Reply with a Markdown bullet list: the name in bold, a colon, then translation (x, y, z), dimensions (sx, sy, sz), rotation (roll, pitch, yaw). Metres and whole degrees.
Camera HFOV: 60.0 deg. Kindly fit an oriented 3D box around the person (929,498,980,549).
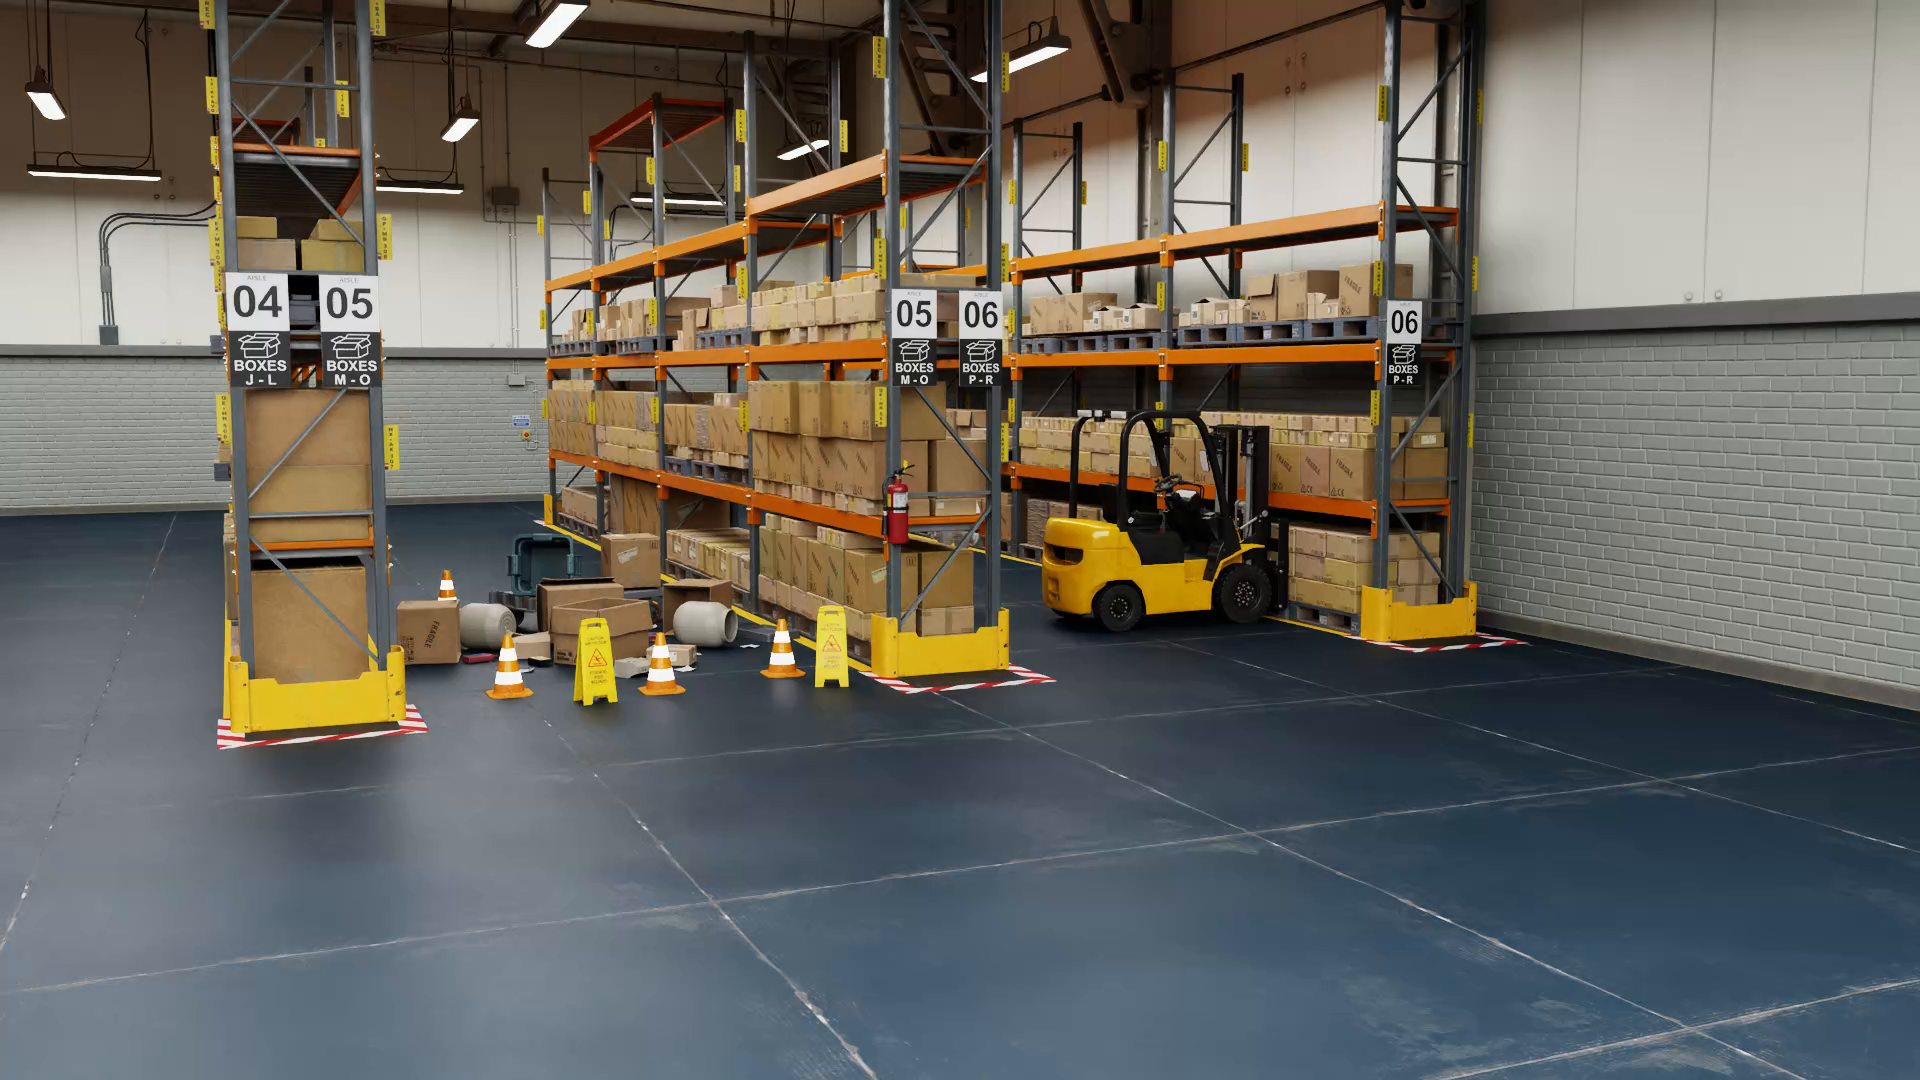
- **person**: translation (-0.055, -0.106, 17.840), dimensions (0.586, 1.694, 0.530), rotation (0, 6, -5)
